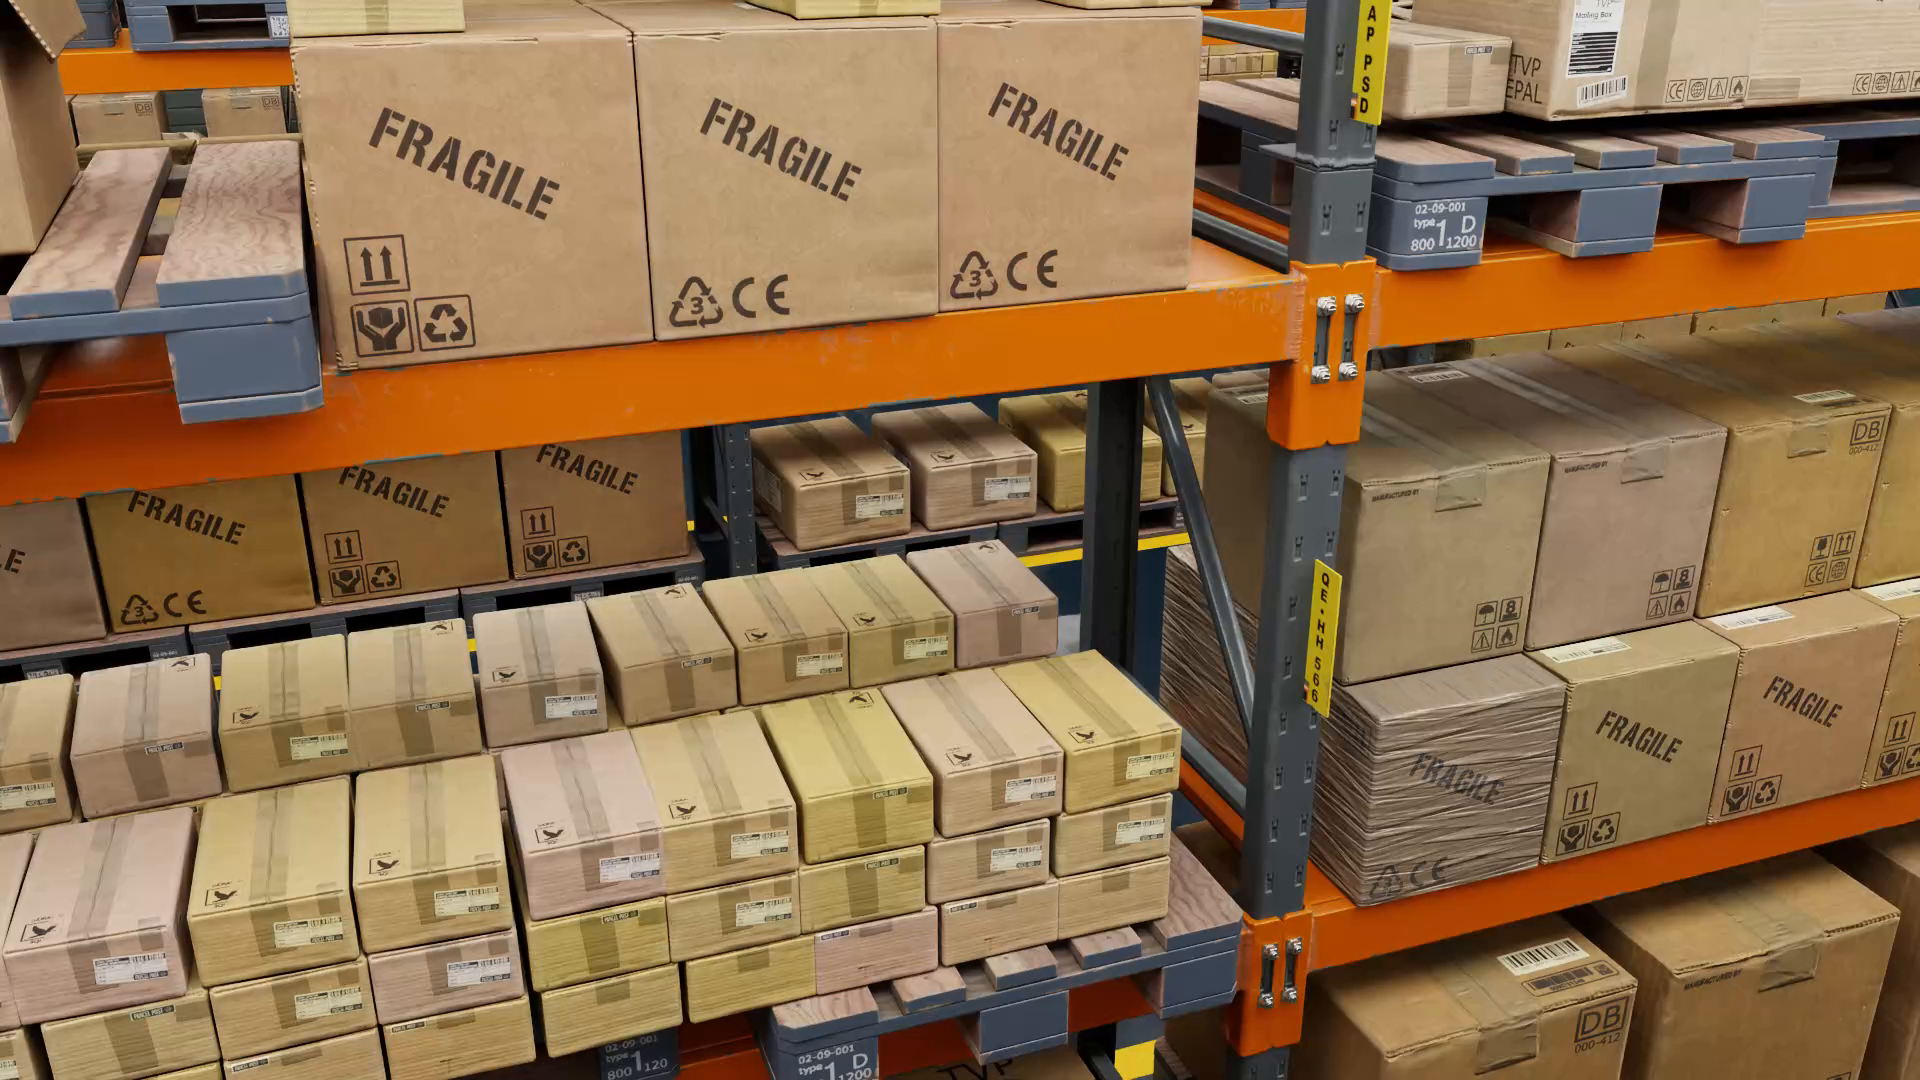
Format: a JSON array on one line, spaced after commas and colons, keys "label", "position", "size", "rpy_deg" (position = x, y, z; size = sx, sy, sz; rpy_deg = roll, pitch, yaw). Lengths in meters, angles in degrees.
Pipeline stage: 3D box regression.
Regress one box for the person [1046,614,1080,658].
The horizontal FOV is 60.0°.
[{"label": "person", "position": [0.278, 0.662, 6.429], "size": [0.497, 0.965, 0.821], "rpy_deg": [-8, 24, -19]}]
